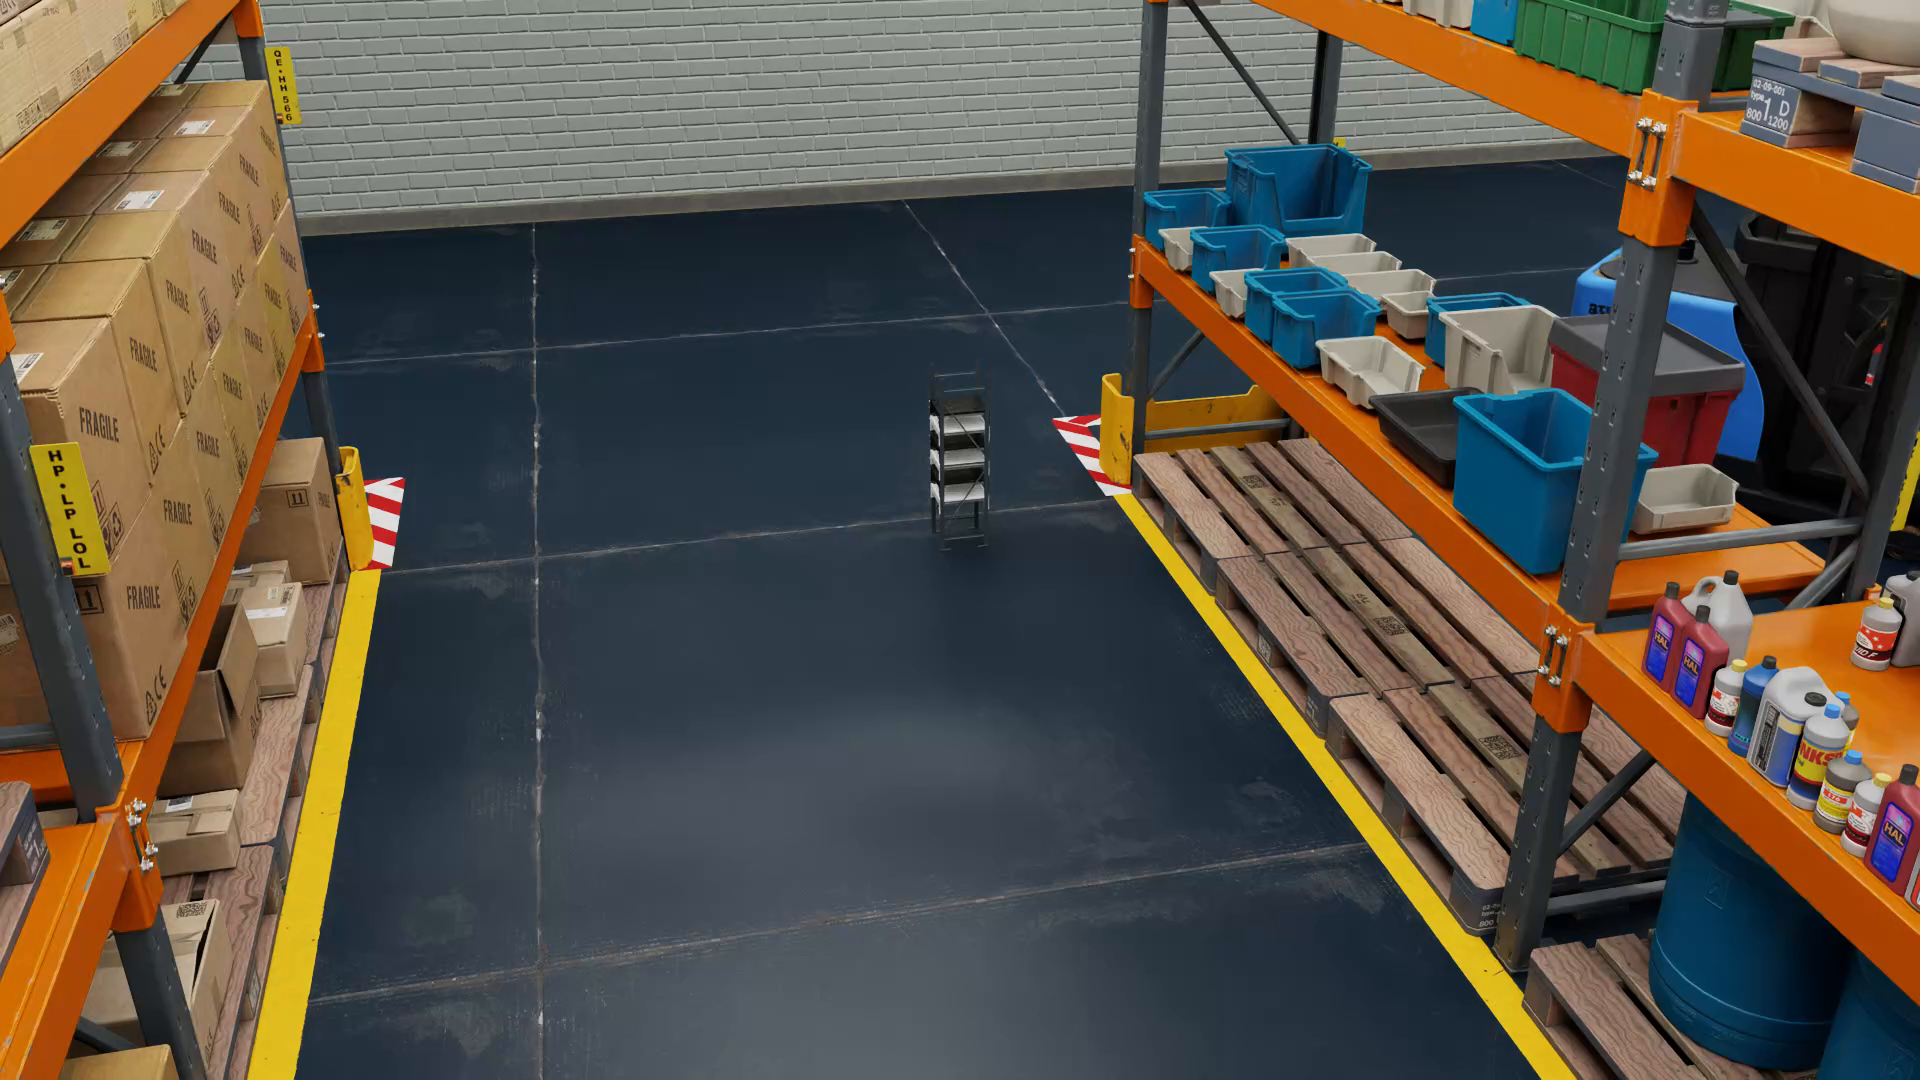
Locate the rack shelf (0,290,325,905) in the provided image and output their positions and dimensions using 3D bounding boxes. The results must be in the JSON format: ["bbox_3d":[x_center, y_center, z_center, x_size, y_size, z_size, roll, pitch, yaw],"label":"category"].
[{"bbox_3d":[-3.006,-0.049,5.817,1.077,0.370,4.000,-6,27,-12],"label":"rack shelf"}]

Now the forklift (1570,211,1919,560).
[{"bbox_3d":[4.656,-1.480,7.930,3.031,2.935,1.130,19,33,33],"label":"forklift"}]

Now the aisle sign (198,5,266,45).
[{"bbox_3d":[-3.174,-2.470,6.929,0.394,0.787,0.004,-6,27,-12],"label":"aisle sign"}]

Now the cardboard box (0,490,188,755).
[{"bbox_3d":[-2.405,0.212,4.391,0.500,0.500,0.500,-5,27,-10],"label":"cardboard box"}]

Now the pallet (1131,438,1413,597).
[{"bbox_3d":[1.518,-0.139,8.291,1.003,0.211,1.213,-6,27,-12],"label":"pallet"}]

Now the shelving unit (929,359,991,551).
[{"bbox_3d":[-0.002,-0.405,8.054,0.258,0.900,0.210,-6,27,-12],"label":"shelving unit"}]

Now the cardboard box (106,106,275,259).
[{"bbox_3d":[-2.974,-1.350,6.375,0.500,0.500,0.500,-5,27,-10],"label":"cardboard box"}]

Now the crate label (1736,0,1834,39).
[{"bbox_3d":[2.443,-1.459,4.776,0.293,0.136,0.466,-6,27,-12],"label":"crate label"}]

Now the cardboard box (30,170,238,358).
[{"bbox_3d":[-2.737,-0.898,5.479,0.500,0.500,0.500,-5,27,-10],"label":"cardboard box"}]

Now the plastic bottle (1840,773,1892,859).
[{"bbox_3d":[2.131,0.637,3.880,0.097,0.201,0.097,0,27,0],"label":"plastic bottle"}]

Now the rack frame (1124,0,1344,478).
[{"bbox_3d":[1.370,-1.750,8.387,1.000,3.000,0.127,-6,27,-12],"label":"rack frame"}]

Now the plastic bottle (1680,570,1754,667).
[{"bbox_3d":[2.044,0.234,4.513,0.144,0.351,0.185,-6,27,-12],"label":"plastic bottle"}]

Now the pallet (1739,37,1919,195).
[{"bbox_3d":[2.543,-0.914,3.613,1.213,0.211,1.003,-6,27,-12],"label":"pallet"}]

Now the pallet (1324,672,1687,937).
[{"bbox_3d":[2.068,0.932,6.168,1.003,0.211,1.213,-6,27,-12],"label":"pallet"}]

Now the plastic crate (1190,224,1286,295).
[{"bbox_3d":[1.253,-1.271,7.558,0.416,0.233,0.300,-6,27,-12],"label":"plastic crate"}]

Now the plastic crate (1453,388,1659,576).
[{"bbox_3d":[1.834,-0.184,5.236,0.392,0.384,0.575,-6,27,-12],"label":"plastic crate"}]

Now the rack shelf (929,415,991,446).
[{"bbox_3d":[-0.002,-0.536,7.988,0.258,0.077,0.200,-6,27,-12],"label":"rack shelf"}]

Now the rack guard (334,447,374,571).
[{"bbox_3d":[-3.440,-0.099,7.891,1.175,0.500,0.348,-6,27,-12],"label":"rack guard"}]

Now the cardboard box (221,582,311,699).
[{"bbox_3d":[-2.909,0.417,6.659,0.500,0.250,0.500,-6,27,-12],"label":"cardboard box"}]

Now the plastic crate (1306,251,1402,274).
[{"bbox_3d":[1.782,-1.190,7.506,0.396,0.136,0.243,-6,27,-12],"label":"plastic crate"}]

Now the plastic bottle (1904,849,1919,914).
[{"bbox_3d":[2.213,0.710,3.652,0.152,0.276,0.135,-6,27,-12],"label":"plastic bottle"}]

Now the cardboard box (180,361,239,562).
[{"bbox_3d":[-2.634,-0.233,5.271,0.500,0.500,0.500,-6,27,-12],"label":"cardboard box"}]

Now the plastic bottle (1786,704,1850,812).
[{"bbox_3d":[2.087,0.520,4.034,0.097,0.271,0.097,0,27,0],"label":"plastic bottle"}]

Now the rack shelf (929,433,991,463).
[{"bbox_3d":[-0.002,-0.456,8.029,0.258,0.077,0.200,-6,27,-12],"label":"rack shelf"}]

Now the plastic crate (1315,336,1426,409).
[{"bbox_3d":[1.586,-0.637,6.408,0.293,0.136,0.466,-6,27,-12],"label":"plastic crate"}]

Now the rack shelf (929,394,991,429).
[{"bbox_3d":[-0.002,-0.617,7.948,0.258,0.077,0.200,-6,27,-12],"label":"rack shelf"}]

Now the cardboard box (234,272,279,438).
[{"bbox_3d":[-2.863,-0.677,6.151,0.500,0.500,0.500,-6,27,-11],"label":"cardboard box"}]

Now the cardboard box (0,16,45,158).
[{"bbox_3d":[-2.424,-1.003,3.746,0.500,0.250,0.500,-6,27,-12],"label":"cardboard box"}]

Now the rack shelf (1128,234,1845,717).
[{"bbox_3d":[1.821,-0.550,6.810,1.077,0.370,4.000,-6,27,-12],"label":"rack shelf"}]

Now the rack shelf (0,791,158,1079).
[{"bbox_3d":[-2.104,1.707,2.338,1.077,0.370,4.000,-6,27,-12],"label":"rack shelf"}]

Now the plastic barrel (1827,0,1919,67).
[{"bbox_3d":[2.146,-1.324,3.599,0.433,0.535,0.433,0,27,0],"label":"plastic barrel"}]

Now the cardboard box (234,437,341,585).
[{"bbox_3d":[-3.094,-0.115,7.435,0.500,0.500,0.500,-6,27,-12],"label":"cardboard box"}]

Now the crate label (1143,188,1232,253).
[{"bbox_3d":[1.105,-1.560,8.131,0.416,0.233,0.303,-6,27,-12],"label":"crate label"}]

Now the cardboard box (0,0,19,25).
[{"bbox_3d":[-2.423,-1.226,3.633,0.500,0.250,0.500,-6,27,-12],"label":"cardboard box"}]

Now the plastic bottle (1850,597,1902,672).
[{"bbox_3d":[2.558,0.256,4.634,0.097,0.201,0.097,0,27,0],"label":"plastic bottle"}]

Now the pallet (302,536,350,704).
[{"bbox_3d":[-3.259,0.380,7.263,1.003,0.211,1.213,-6,27,-12],"label":"pallet"}]

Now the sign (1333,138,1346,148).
[{"bbox_3d":[1.902,-1.885,8.475,0.100,0.325,0.005,-6,27,-12],"label":"sign"}]

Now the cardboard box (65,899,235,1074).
[{"bbox_3d":[-2.439,1.305,4.830,0.500,0.311,0.500,-6,27,-12],"label":"cardboard box"}]

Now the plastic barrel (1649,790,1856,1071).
[{"bbox_3d":[2.378,0.996,4.810,0.600,0.901,0.708,-6,27,-12],"label":"plastic barrel"}]

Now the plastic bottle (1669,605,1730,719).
[{"bbox_3d":[1.969,0.321,4.414,0.061,0.283,0.133,-6,27,-12],"label":"plastic bottle"}]

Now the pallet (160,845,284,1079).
[{"bbox_3d":[-2.709,1.451,5.141,1.003,0.211,1.213,-6,27,-12],"label":"pallet"}]

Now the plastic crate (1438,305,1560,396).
[{"bbox_3d":[2.107,-0.657,6.287,0.437,0.282,0.530,-6,27,-12],"label":"plastic crate"}]

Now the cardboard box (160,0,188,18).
[{"bbox_3d":[-2.857,-1.883,5.489,0.500,0.250,0.500,-6,27,-12],"label":"cardboard box"}]

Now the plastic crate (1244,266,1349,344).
[{"bbox_3d":[1.402,-0.982,6.986,0.416,0.233,0.300,-6,27,-12],"label":"plastic crate"}]

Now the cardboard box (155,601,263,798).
[{"bbox_3d":[-2.984,0.602,6.012,0.797,0.503,0.637,-6,27,-12],"label":"cardboard box"}]

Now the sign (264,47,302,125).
[{"bbox_3d":[-2.911,-1.954,7.156,0.100,0.325,0.005,-6,27,-12],"label":"sign"}]

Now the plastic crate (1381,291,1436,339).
[{"bbox_3d":[1.953,-0.943,7.014,0.298,0.136,0.250,-6,27,-12],"label":"plastic crate"}]

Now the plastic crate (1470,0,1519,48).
[{"bbox_3d":[1.755,-1.625,4.998,0.416,0.233,0.300,-6,27,-12],"label":"plastic crate"}]

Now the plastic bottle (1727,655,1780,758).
[{"bbox_3d":[2.034,0.418,4.235,0.097,0.271,0.097,0,27,0],"label":"plastic bottle"}]

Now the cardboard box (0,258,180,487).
[{"bbox_3d":[-2.504,-0.445,4.582,0.500,0.500,0.500,-7,28,-13],"label":"cardboard box"}]

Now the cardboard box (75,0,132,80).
[{"bbox_3d":[-2.644,-1.443,4.617,0.500,0.250,0.500,-6,27,-12],"label":"cardboard box"}]

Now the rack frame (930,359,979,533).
[{"bbox_3d":[-0.025,-0.450,8.143,0.240,0.900,0.006,-6,27,-12],"label":"rack frame"}]

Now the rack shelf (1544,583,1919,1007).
[{"bbox_3d":[2.722,1.206,3.331,1.077,0.370,4.000,-6,27,-12],"label":"rack shelf"}]

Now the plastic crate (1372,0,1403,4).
[{"bbox_3d":[1.569,-2.032,5.748,0.437,0.282,0.530,-6,27,-12],"label":"plastic crate"}]
